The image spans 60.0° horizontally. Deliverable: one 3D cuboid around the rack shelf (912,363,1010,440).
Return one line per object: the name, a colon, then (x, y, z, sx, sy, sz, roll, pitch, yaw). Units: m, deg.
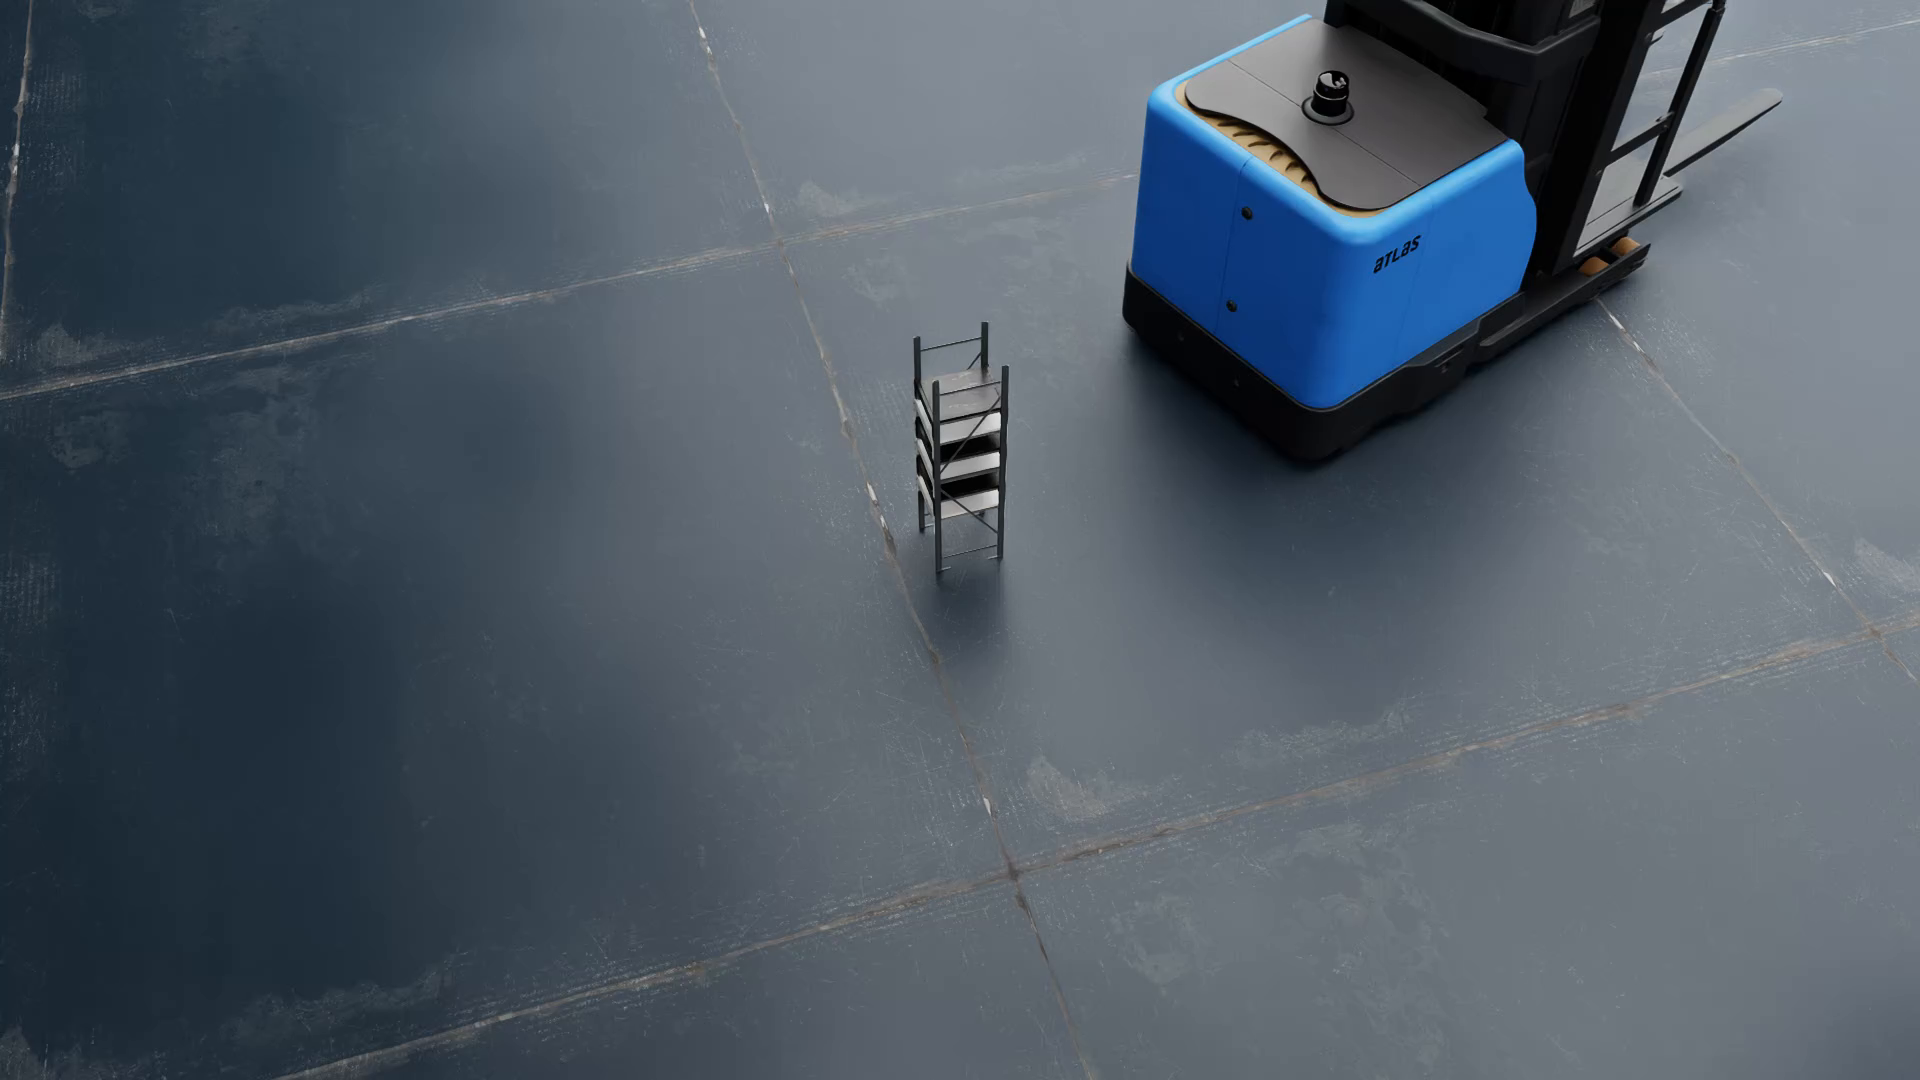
rack shelf: (0.002, -0.437, 5.220, 0.258, 0.077, 0.200, -13, 51, -11)

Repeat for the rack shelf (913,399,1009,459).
rack shelf: (0.002, -0.379, 5.289, 0.258, 0.077, 0.200, -13, 51, -11)

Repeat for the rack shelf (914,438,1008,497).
rack shelf: (0.002, -0.263, 5.426, 0.258, 0.077, 0.200, -13, 51, -11)

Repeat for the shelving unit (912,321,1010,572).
shelving unit: (0.002, -0.284, 5.401, 0.258, 0.900, 0.210, -13, 51, -11)

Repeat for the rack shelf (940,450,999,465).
rack shelf: (0.002, -0.330, 5.346, 0.199, 0.015, 0.184, -13, 51, -11)

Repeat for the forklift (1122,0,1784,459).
forklift: (2.097, -2.180, 5.671, 3.031, 2.935, 1.130, -31, 56, -23)

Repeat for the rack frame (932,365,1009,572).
rack frame: (0.032, -0.210, 5.338, 0.240, 0.900, 0.006, -13, 51, -11)

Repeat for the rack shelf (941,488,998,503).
rack shelf: (0.002, -0.214, 5.484, 0.199, 0.015, 0.184, -13, 51, -11)

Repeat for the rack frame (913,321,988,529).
rack frame: (-0.028, -0.358, 5.464, 0.240, 0.900, 0.006, -13, 51, -11)

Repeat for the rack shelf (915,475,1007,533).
rack shelf: (0.002, -0.147, 5.564, 0.258, 0.077, 0.200, -13, 51, -11)
